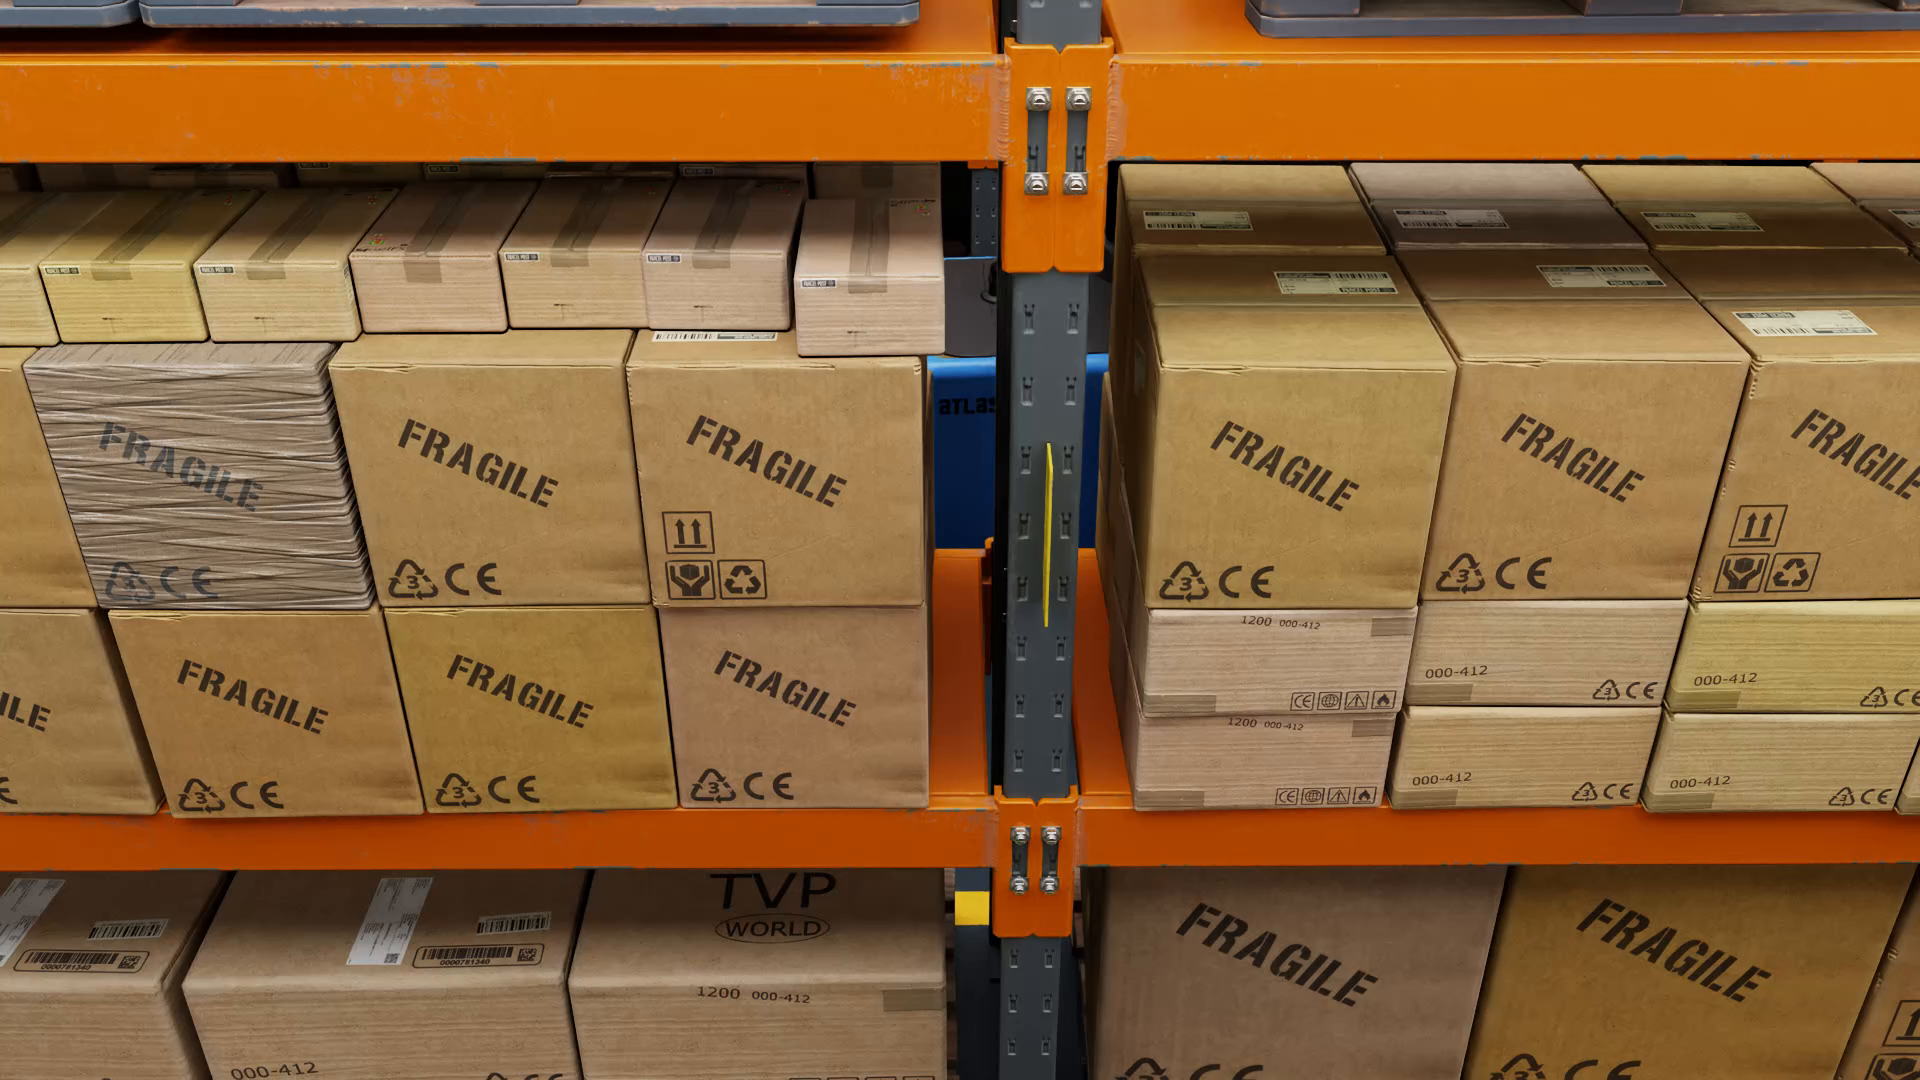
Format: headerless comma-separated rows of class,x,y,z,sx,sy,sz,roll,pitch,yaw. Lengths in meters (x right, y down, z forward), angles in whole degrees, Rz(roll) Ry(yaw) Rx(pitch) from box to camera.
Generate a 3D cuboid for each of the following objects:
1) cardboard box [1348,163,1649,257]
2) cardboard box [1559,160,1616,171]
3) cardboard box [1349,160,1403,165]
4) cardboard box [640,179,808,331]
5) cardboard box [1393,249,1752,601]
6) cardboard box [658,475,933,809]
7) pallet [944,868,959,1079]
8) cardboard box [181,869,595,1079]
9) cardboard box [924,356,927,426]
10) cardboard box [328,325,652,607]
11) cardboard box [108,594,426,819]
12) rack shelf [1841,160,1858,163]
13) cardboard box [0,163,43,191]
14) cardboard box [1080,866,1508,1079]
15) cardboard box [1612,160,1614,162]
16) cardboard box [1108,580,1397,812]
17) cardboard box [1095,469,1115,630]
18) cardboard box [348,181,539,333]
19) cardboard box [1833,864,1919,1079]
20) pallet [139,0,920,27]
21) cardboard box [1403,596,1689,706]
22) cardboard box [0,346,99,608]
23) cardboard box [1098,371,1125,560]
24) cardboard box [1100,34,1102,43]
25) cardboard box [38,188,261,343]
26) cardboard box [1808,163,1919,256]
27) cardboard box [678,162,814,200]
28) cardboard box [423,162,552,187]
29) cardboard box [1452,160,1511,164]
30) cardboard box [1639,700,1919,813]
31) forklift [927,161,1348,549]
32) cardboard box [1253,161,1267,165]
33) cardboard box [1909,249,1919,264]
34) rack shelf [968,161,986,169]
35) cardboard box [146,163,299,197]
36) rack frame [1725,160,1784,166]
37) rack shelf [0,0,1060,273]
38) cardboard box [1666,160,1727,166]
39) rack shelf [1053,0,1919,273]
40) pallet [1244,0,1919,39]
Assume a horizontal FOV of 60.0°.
cardboard box,1.113,-0.497,3.618,0.500,0.500,0.500,0,31,1
cardboard box,3.088,-1.738,8.102,0.250,0.149,0.380,-1,31,-2
cardboard box,2.052,-1.769,8.153,0.250,0.149,0.380,0,31,0
cardboard box,-0.420,-0.527,3.041,0.250,0.149,0.380,1,31,1
cardboard box,1.101,-0.228,3.175,0.500,0.500,0.500,0,31,-1
cardboard box,-0.312,0.201,3.430,0.500,0.500,0.500,0,31,0
pallet,-0.610,1.264,4.463,1.213,0.211,1.003,0,31,0
cardboard box,-1.373,0.975,4.316,0.875,0.438,0.875,-1,31,-2
cardboard box,-0.327,-0.484,3.596,0.500,0.500,0.500,0,31,0
cardboard box,-0.827,-0.218,3.158,0.500,0.500,0.500,-1,31,-1
cardboard box,-1.329,0.215,3.408,0.500,0.500,0.500,-1,31,-1
rack shelf,6.117,-2.176,8.138,4.000,0.370,1.077,0,31,0
cardboard box,-1.954,-0.754,3.415,0.250,0.149,0.380,1,31,1
cardboard box,0.770,0.795,4.191,0.875,0.875,0.875,1,31,1
cardboard box,3.328,-2.039,8.598,0.250,0.149,0.380,1,31,1
cardboard box,0.592,0.310,3.493,0.500,0.250,0.500,-1,31,-1
cardboard box,0.598,0.042,3.934,0.500,0.250,0.500,-1,31,-1
cardboard box,-0.922,-0.521,3.032,0.250,0.149,0.380,0,31,-1
cardboard box,2.567,0.786,4.206,0.875,0.875,0.875,0,31,0
pallet,-0.668,-1.137,2.927,1.213,0.211,1.003,0,31,0
cardboard box,1.113,0.089,3.374,0.500,0.250,0.500,0,31,0
cardboard box,-1.838,-0.214,3.151,0.500,0.500,0.500,0,31,0
cardboard box,0.590,-0.167,3.796,0.500,0.250,0.500,0,31,0
cardboard box,0.602,-2.573,7.597,0.500,0.500,0.700,1,31,1
cardboard box,-1.434,-0.500,2.997,0.250,0.149,0.380,-1,31,-1
cardboard box,2.138,-0.498,3.619,0.500,0.500,0.500,0,31,1
cardboard box,-0.423,-0.762,3.429,0.250,0.149,0.380,0,31,0
cardboard box,-0.927,-0.770,3.442,0.250,0.149,0.380,0,31,-1
cardboard box,2.574,-1.759,8.138,0.250,0.149,0.380,-1,31,-1
cardboard box,1.622,0.314,3.485,0.500,0.250,0.500,0,31,-1
forklift,1.272,-1.249,5.982,3.031,2.935,1.130,-2,31,-4
cardboard box,1.534,-1.753,8.127,0.250,0.149,0.380,0,31,0
cardboard box,2.119,-0.234,3.183,0.500,0.500,0.500,-1,31,-1
rack shelf,-1.883,-2.151,8.097,4.000,0.370,1.077,0,31,0
cardboard box,-1.444,-0.741,3.394,0.250,0.149,0.380,0,31,0
rack frame,4.117,-2.477,7.941,0.127,3.000,1.000,0,31,0
rack shelf,-1.849,-0.859,3.075,4.000,0.370,1.077,0,31,0
cardboard box,3.624,-1.732,8.093,0.250,0.149,0.380,-2,31,-3
rack shelf,2.150,-0.871,3.096,4.000,0.370,1.077,0,31,0
pallet,1.067,-1.119,2.995,1.217,0.209,0.805,-1,31,-2
